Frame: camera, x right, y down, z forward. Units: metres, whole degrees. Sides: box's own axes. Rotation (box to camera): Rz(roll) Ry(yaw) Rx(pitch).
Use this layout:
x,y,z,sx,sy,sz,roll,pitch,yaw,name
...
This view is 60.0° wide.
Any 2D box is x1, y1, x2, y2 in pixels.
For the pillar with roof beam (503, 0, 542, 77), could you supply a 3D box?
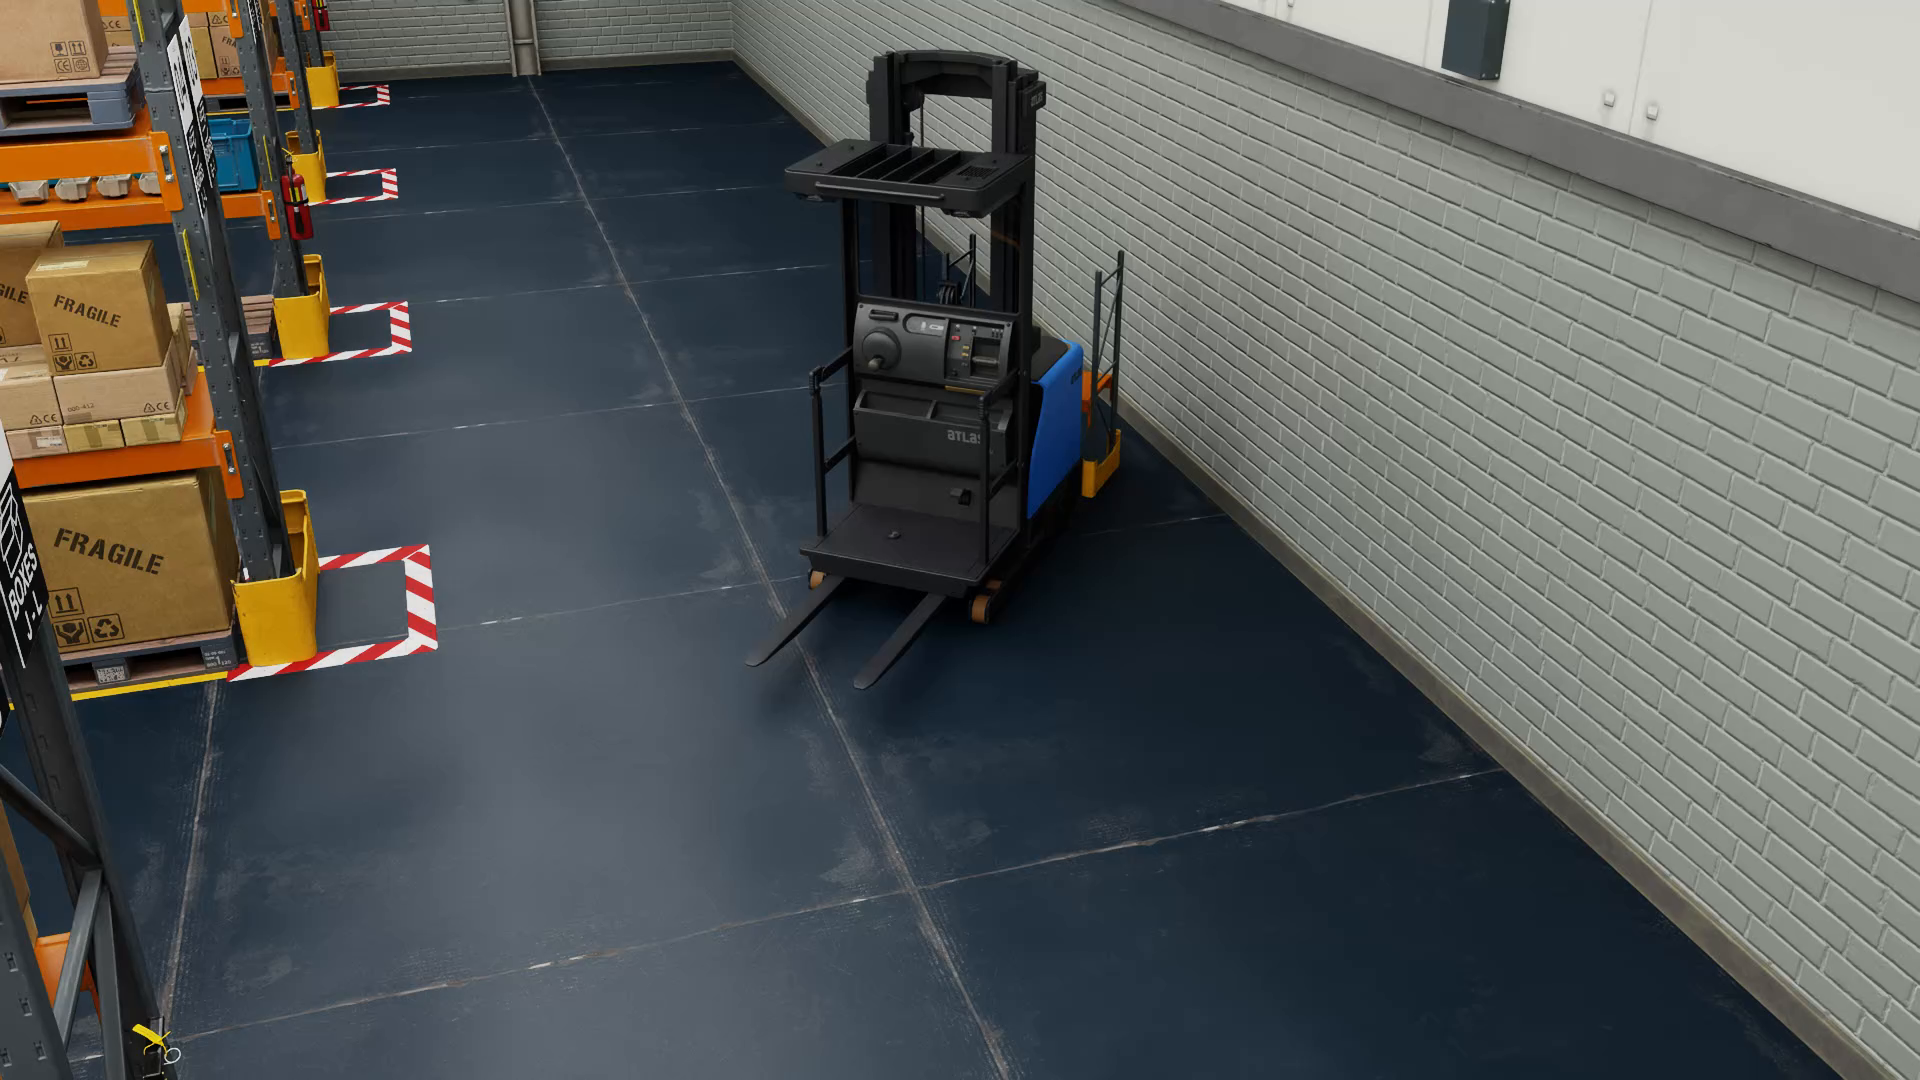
x,y,z,sx,sy,sz,roll,pitch,yaw,name
-4.804,-8.811,17.877,0.400,9.000,9.100,-8,28,-16,pillar with roof beam

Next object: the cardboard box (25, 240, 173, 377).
x,y,z,sx,sy,sz,roll,pitch,yaw,name
-4.216,-1.147,8.178,0.500,0.500,0.500,-8,27,-15,cardboard box

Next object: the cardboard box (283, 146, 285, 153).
x,y,z,sx,sy,sz,roll,pitch,yaw,name
-7.403,-4.120,17.887,0.250,0.149,0.380,-8,28,-16,cardboard box

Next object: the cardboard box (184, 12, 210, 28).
x,y,z,sx,sy,sz,roll,pitch,yaw,name
-7.717,-5.357,16.431,0.500,0.500,0.500,-7,27,-15,cardboard box

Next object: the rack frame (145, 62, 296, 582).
x,y,z,sx,sy,sz,roll,pitch,yaw,name
-3.835,-0.923,8.736,0.127,3.000,1.000,-8,28,-16,rack frame

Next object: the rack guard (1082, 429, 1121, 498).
x,y,z,sx,sy,sz,roll,pitch,yaw,name
0.937,-0.513,11.002,0.087,0.250,0.587,10,28,20,rack guard

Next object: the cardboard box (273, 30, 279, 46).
x,y,z,sx,sy,sz,roll,pitch,yaw,name
-9.014,-6.528,21.636,0.250,0.149,0.380,-8,28,-16,cardboard box

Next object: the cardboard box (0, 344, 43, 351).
x,y,z,sx,sy,sz,roll,pitch,yaw,name
-4.867,-0.963,8.650,0.500,0.250,0.500,-9,28,-17,cardboard box

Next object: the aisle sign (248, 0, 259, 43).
x,y,z,sx,sy,sz,roll,pitch,yaw,name
-5.209,-4.068,12.147,0.004,0.787,0.394,-8,28,-16,aisle sign

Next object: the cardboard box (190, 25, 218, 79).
x,y,z,sx,sy,sz,roll,pitch,yaw,name
-7.733,-4.907,16.649,0.500,0.500,0.500,-8,28,-16,cardboard box

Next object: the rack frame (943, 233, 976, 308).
x,y,z,sx,sy,sz,roll,pitch,yaw,name
-0.002,-1.245,11.072,0.032,1.500,0.500,10,28,20,rack frame

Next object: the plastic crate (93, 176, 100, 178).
x,y,z,sx,sy,sz,roll,pitch,yaw,name
-6.681,-2.929,13.005,0.298,0.136,0.250,-8,28,-16,plastic crate

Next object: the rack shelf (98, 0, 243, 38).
x,y,z,sx,sy,sz,roll,pitch,yaw,name
-7.270,-3.763,11.893,4.000,0.370,1.077,-8,28,-16,rack shelf

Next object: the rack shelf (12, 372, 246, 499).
x,y,z,sx,sy,sz,roll,pitch,yaw,name
-5.736,-0.326,8.341,4.000,0.370,1.077,-8,28,-16,rack shelf

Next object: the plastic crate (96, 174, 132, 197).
x,y,z,sx,sy,sz,roll,pitch,yaw,name
-6.368,-2.703,12.551,0.243,0.136,0.396,-8,28,-16,plastic crate

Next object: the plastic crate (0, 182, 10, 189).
x,y,z,sx,sy,sz,roll,pitch,yaw,name
-7.242,-2.852,12.742,0.300,0.233,0.416,-8,28,-16,plastic crate

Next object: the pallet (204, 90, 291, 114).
x,y,z,sx,sy,sz,roll,pitch,yaw,name
-9.172,-5.814,21.724,1.213,0.211,1.003,-8,28,-16,pallet

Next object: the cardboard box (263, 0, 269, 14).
x,y,z,sx,sy,sz,roll,pitch,yaw,name
-7.402,-5.655,17.031,0.500,0.500,0.500,-7,27,-15,cardboard box

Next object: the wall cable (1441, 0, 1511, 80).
x,y,z,sx,sy,sz,roll,pitch,yaw,name
2.609,-4.373,5.320,0.120,5.999,2.277,-8,28,-16,wall cable

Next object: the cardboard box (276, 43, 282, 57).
x,y,z,sx,sy,sz,roll,pitch,yaw,name
-9.071,-6.136,21.575,0.500,0.500,0.700,-8,28,-16,cardboard box

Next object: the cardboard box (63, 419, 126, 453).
x,y,z,sx,sy,sz,roll,pitch,yaw,name
-4.318,-0.586,8.339,0.250,0.149,0.380,-8,27,-16,cardboard box

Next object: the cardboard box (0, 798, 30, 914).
x,y,z,sx,sy,sz,roll,pitch,yaw,name
-2.907,0.955,4.506,0.500,0.500,0.500,-7,27,-14,cardboard box

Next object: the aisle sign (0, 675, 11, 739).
x,y,z,sx,sy,sz,roll,pitch,yaw,name
-2.232,0.140,3.671,0.004,0.787,0.394,-8,28,-16,aisle sign

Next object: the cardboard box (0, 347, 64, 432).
x,y,z,sx,sy,sz,roll,pitch,yaw,name
-4.696,-0.741,8.203,0.500,0.250,0.500,-9,28,-17,cardboard box

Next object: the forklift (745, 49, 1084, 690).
x,y,z,sx,sy,sz,roll,pitch,yaw,name
-0.231,-1.053,9.074,1.130,2.935,3.031,10,28,19,forklift

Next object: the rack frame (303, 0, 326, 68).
x,y,z,sx,sy,sz,roll,pitch,yaw,name
-8.436,-7.206,21.392,0.127,3.000,1.000,-8,28,-16,rack frame

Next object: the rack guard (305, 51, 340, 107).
x,y,z,sx,sy,sz,roll,pitch,yaw,name
-8.413,-6.090,21.954,0.348,0.500,1.175,-8,28,-16,rack guard

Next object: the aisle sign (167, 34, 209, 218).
x,y,z,sx,sy,sz,roll,pitch,yaw,name
-3.673,-1.971,7.923,0.004,0.787,0.394,-8,28,-16,aisle sign

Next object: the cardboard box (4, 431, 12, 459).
x,y,z,sx,sy,sz,roll,pitch,yaw,name
-4.796,-0.518,8.202,0.250,0.149,0.380,-8,27,-15,cardboard box

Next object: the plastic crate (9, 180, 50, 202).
x,y,z,sx,sy,sz,roll,pitch,yaw,name
-6.901,-2.606,12.355,0.250,0.136,0.298,-8,28,-16,plastic crate

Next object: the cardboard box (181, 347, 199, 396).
x,y,z,sx,sy,sz,roll,pitch,yaw,name
-4.274,-0.901,8.975,0.250,0.149,0.380,-8,27,-16,cardboard box

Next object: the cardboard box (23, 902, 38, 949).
x,y,z,sx,sy,sz,roll,pitch,yaw,name
-2.804,1.206,4.729,0.250,0.149,0.380,-8,28,-17,cardboard box

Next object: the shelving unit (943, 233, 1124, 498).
x,y,z,sx,sy,sz,roll,pitch,yaw,name
0.477,-1.157,10.895,1.083,1.500,0.587,10,28,20,shelving unit

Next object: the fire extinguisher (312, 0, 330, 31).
x,y,z,sx,sy,sz,roll,pitch,yaw,name
-8.150,-6.830,21.141,0.183,0.674,0.296,-8,28,-16,fire extinguisher

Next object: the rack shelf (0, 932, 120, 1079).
x,y,z,sx,sy,sz,roll,pitch,yaw,name
-4.296,1.786,4.089,4.000,0.370,1.077,-8,28,-16,rack shelf

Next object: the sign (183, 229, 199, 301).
x,y,z,sx,sy,sz,roll,pitch,yaw,name
-3.680,-1.317,7.960,0.005,0.325,0.100,-8,28,-16,sign

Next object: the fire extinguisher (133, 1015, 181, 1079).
x,y,z,sx,sy,sz,roll,pitch,yaw,name
-2.012,1.550,4.261,0.183,0.674,0.296,-8,28,-16,fire extinguisher

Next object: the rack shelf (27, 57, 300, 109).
x,y,z,sx,sy,sz,roll,pitch,yaw,name
-8.800,-4.515,16.779,4.000,0.370,1.077,-8,28,-16,rack shelf

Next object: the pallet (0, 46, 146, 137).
x,y,z,sx,sy,sz,roll,pitch,yaw,name
-4.537,-2.120,7.874,1.213,0.211,1.003,-8,28,-16,pallet

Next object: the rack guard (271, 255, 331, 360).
x,y,z,sx,sy,sz,roll,pitch,yaw,name
-5.350,-1.907,13.528,0.348,0.500,1.175,-8,28,-16,rack guard

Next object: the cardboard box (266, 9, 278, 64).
x,y,z,sx,sy,sz,roll,pitch,yaw,name
-7.402,-5.207,17.253,0.500,0.500,0.500,-8,27,-15,cardboard box
